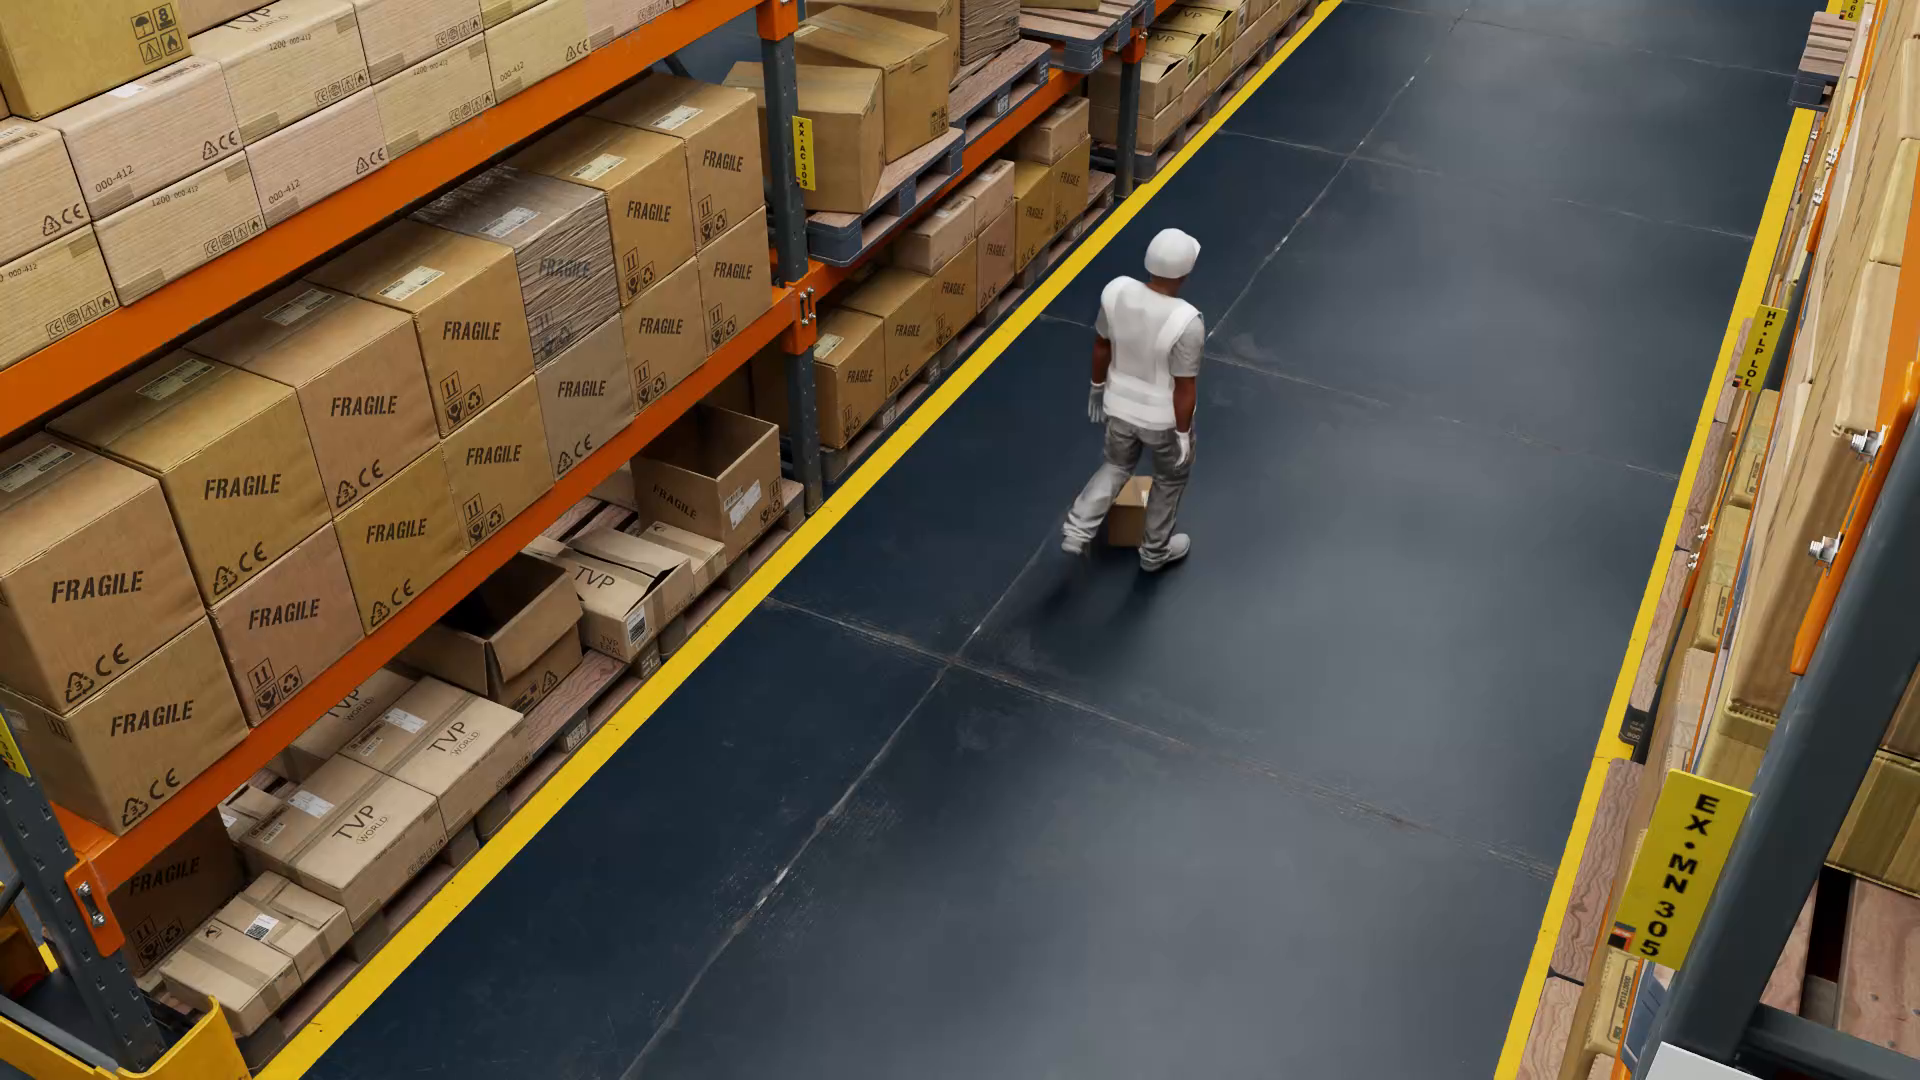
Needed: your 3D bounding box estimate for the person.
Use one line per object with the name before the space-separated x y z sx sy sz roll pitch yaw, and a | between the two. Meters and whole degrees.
person | 0.780 -0.559 7.447 0.579 1.769 0.722 29 46 32
